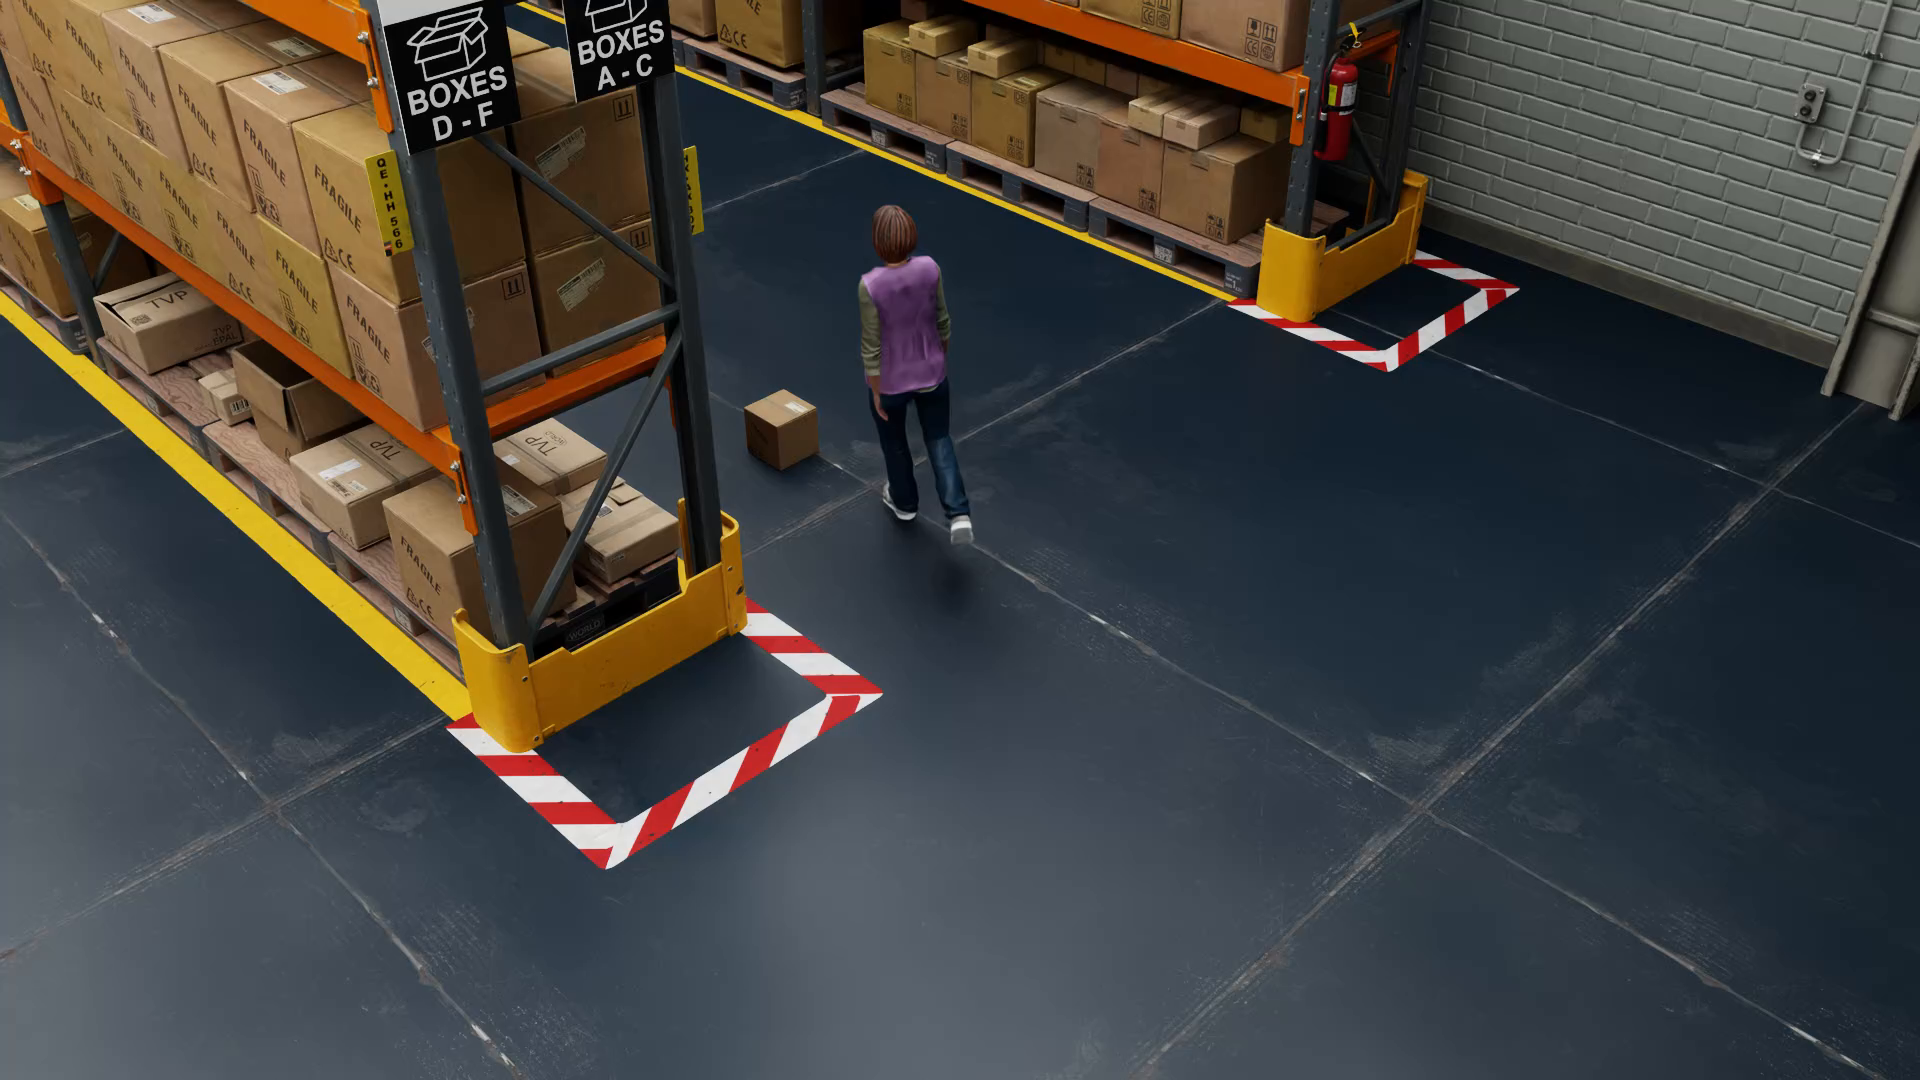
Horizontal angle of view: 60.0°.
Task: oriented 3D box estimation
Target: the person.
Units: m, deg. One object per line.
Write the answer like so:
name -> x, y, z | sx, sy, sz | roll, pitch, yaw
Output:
person -> -0.209, -0.659, 7.051 | 0.418, 1.579, 0.764 | -13, 38, -17
